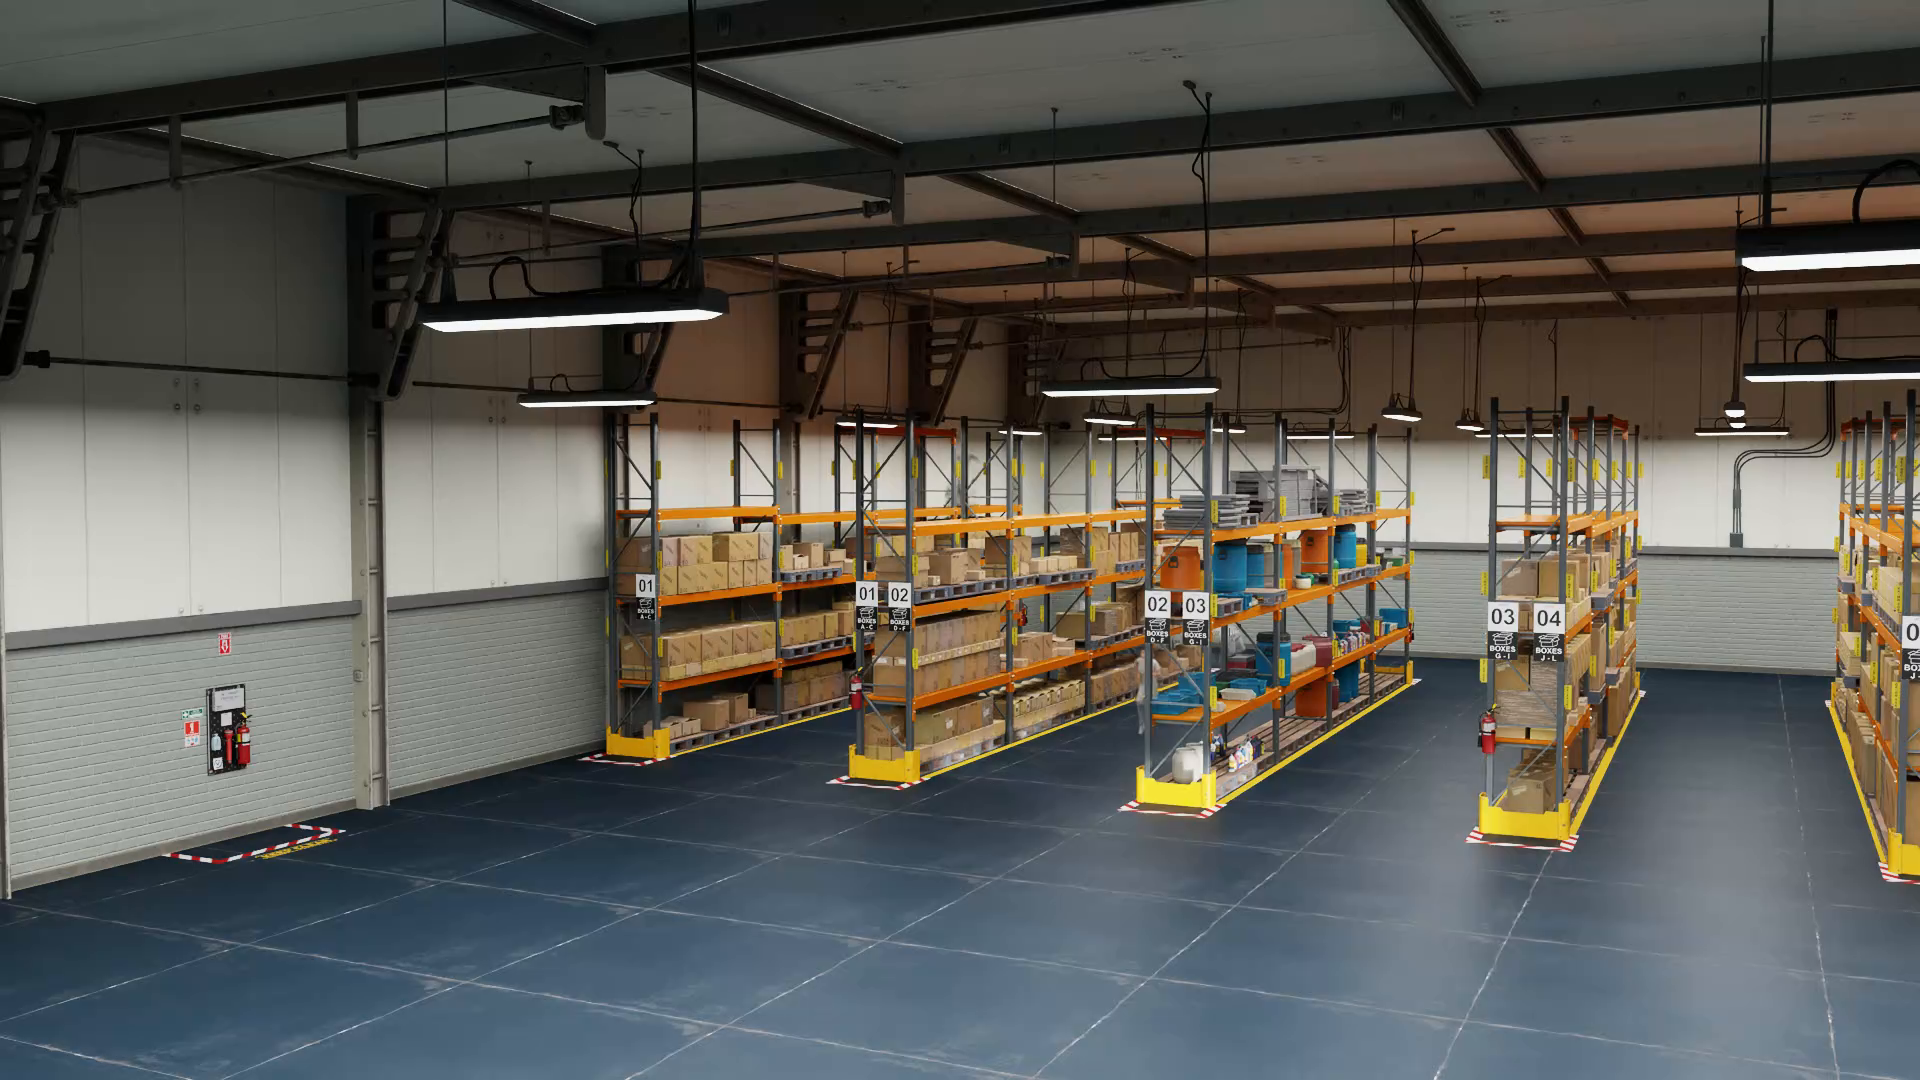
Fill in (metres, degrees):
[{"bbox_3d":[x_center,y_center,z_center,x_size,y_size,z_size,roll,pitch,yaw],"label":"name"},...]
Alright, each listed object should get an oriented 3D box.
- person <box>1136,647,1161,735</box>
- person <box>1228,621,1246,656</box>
[{"bbox_3d":[3.622,2.849,31.828,0.564,1.671,0.932,1,3,21],"label":"person"},{"bbox_3d":[6.858,2.437,41.642,0.656,1.709,0.562,-2,3,-42],"label":"person"}]
